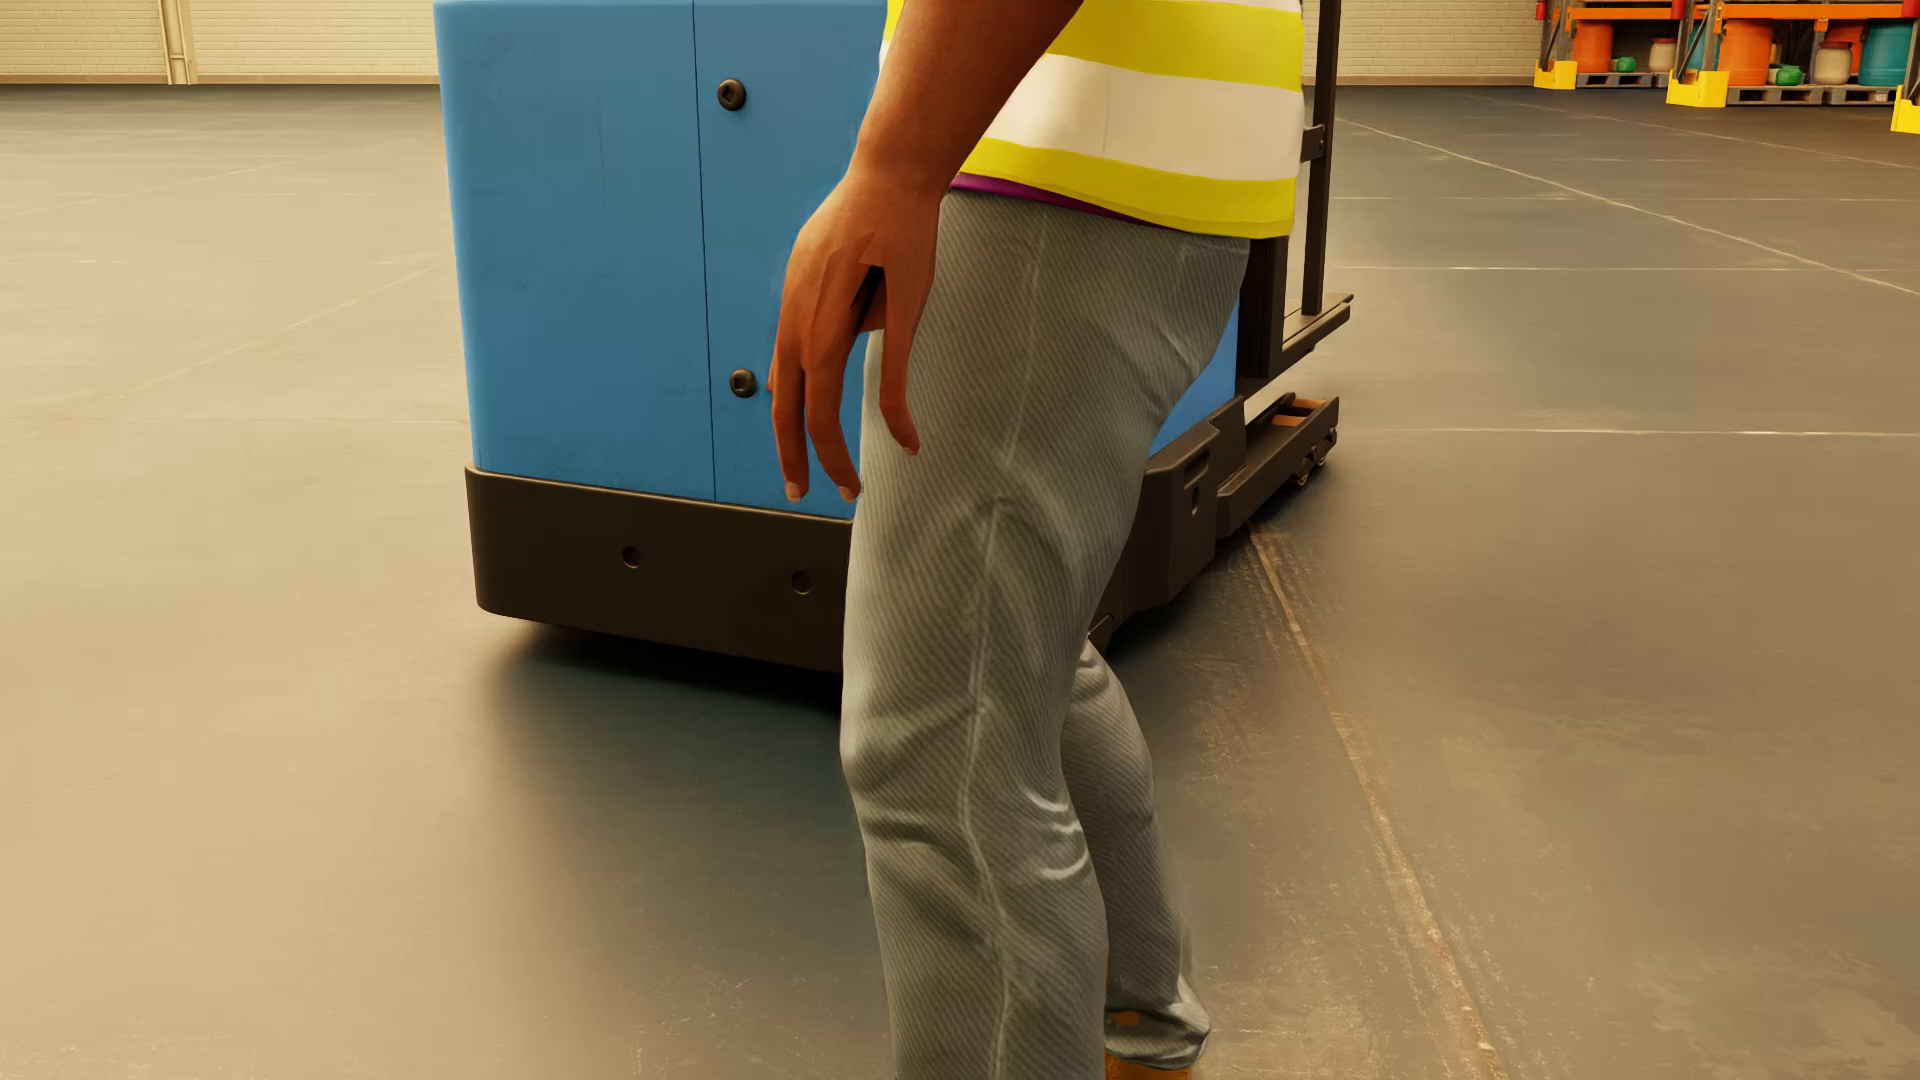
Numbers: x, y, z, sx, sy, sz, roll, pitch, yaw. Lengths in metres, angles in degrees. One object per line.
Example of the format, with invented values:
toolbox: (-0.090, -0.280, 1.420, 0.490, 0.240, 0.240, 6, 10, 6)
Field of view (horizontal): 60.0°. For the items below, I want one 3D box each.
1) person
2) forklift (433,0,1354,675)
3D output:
person: (0.050, -0.262, 1.281, 0.413, 1.744, 0.787, 3, 18, 10)
forklift: (0.251, -1.565, 3.468, 1.130, 2.935, 3.031, 8, 19, 23)
